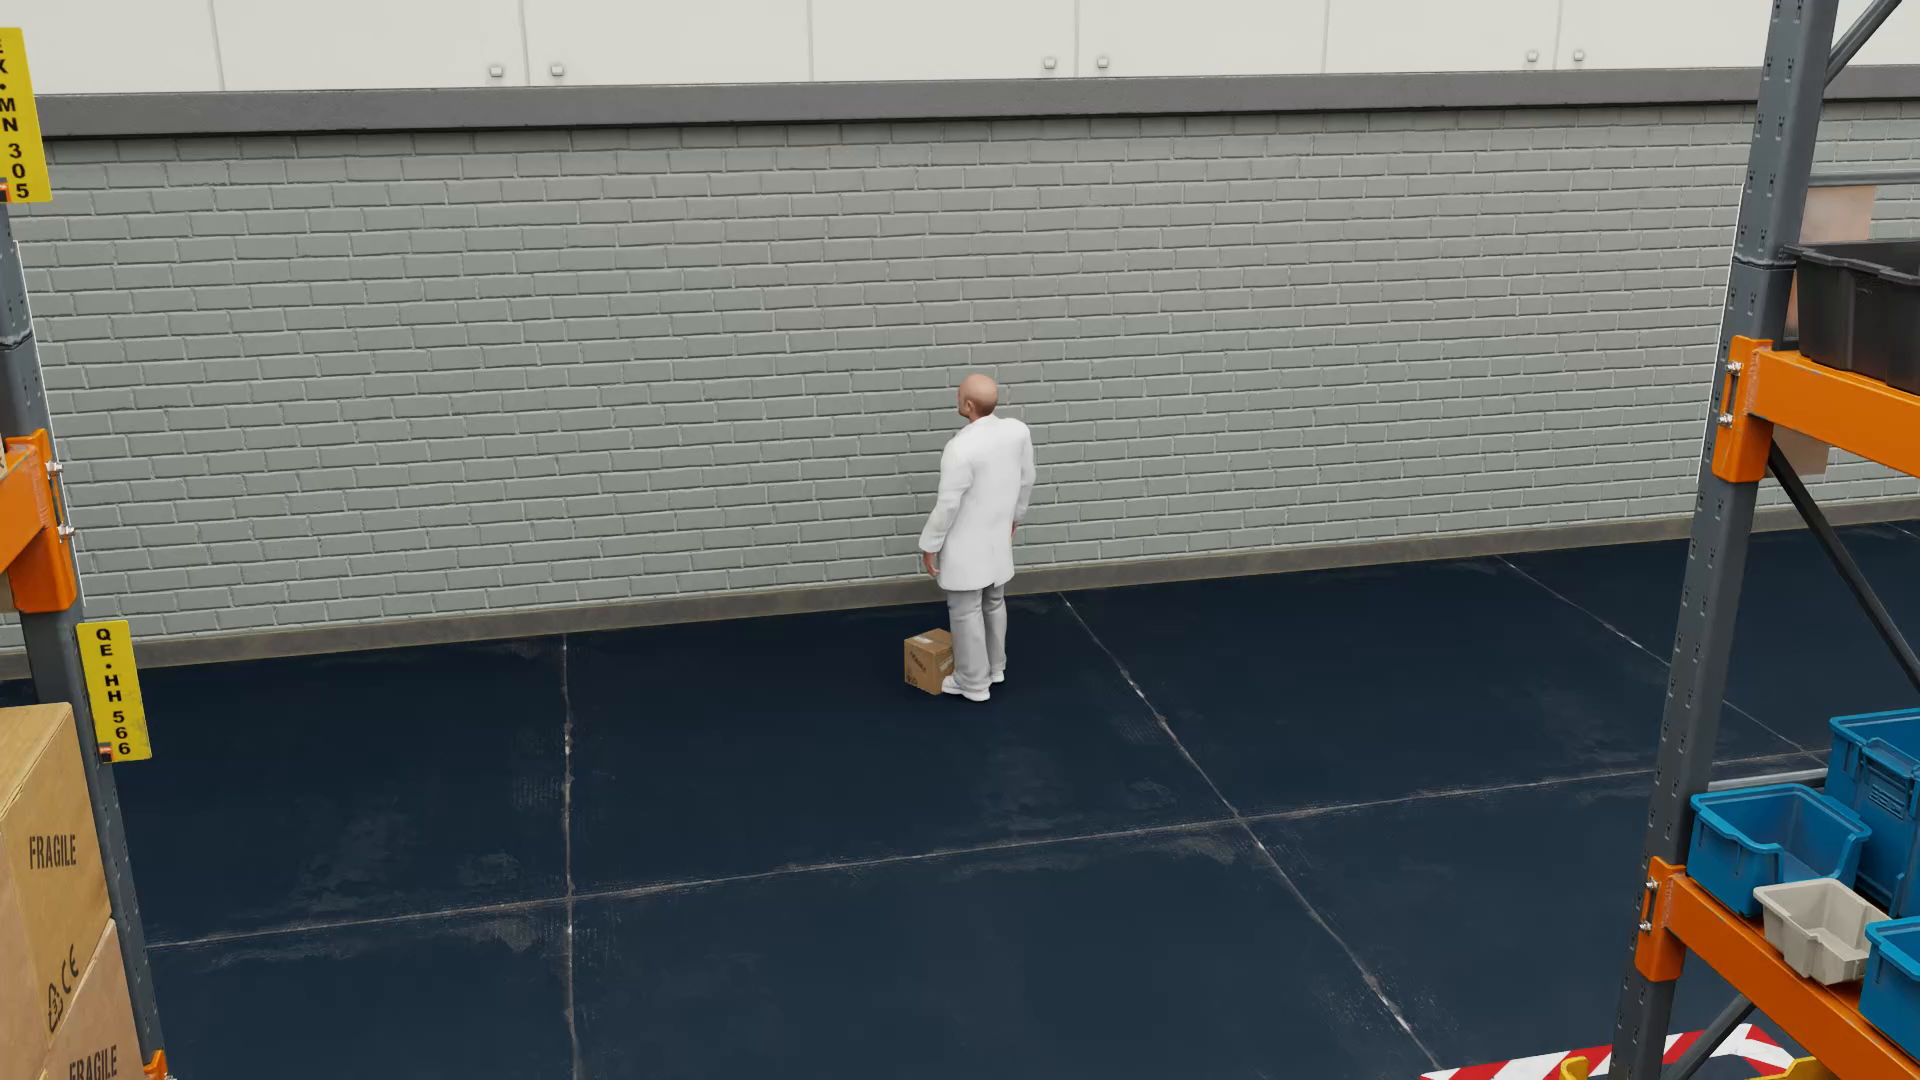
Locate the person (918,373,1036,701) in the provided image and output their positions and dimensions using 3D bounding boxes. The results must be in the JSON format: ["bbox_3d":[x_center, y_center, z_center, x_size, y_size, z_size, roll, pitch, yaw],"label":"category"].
[{"bbox_3d":[0.020,-0.030,8.651,0.694,1.776,0.582,-16,25,-39],"label":"person"}]
